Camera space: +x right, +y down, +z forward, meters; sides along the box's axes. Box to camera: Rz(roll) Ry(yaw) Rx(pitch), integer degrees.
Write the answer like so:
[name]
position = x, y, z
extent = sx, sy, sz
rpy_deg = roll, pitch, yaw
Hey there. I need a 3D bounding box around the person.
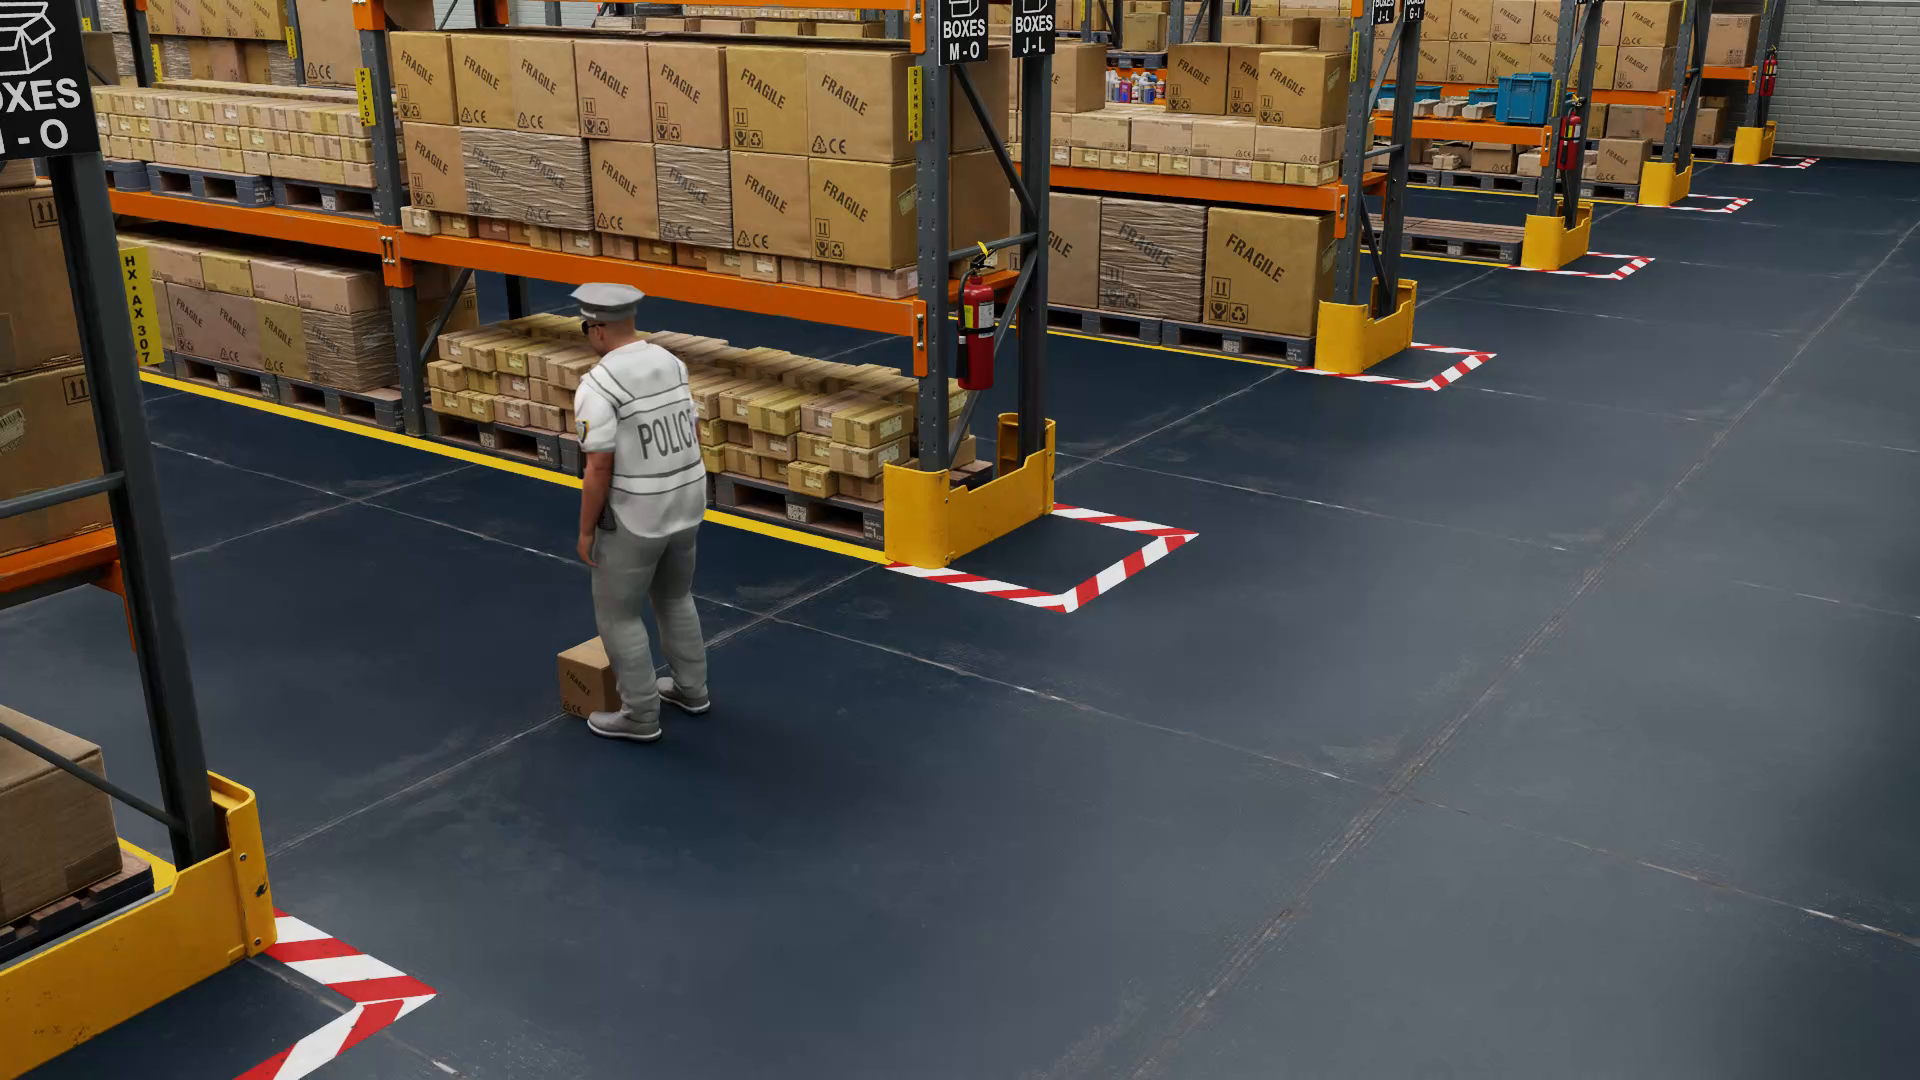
[person]
position = -1.204, -0.095, 6.326
extent = 0.439, 1.748, 0.586
rpy_deg = 13, 23, 32
